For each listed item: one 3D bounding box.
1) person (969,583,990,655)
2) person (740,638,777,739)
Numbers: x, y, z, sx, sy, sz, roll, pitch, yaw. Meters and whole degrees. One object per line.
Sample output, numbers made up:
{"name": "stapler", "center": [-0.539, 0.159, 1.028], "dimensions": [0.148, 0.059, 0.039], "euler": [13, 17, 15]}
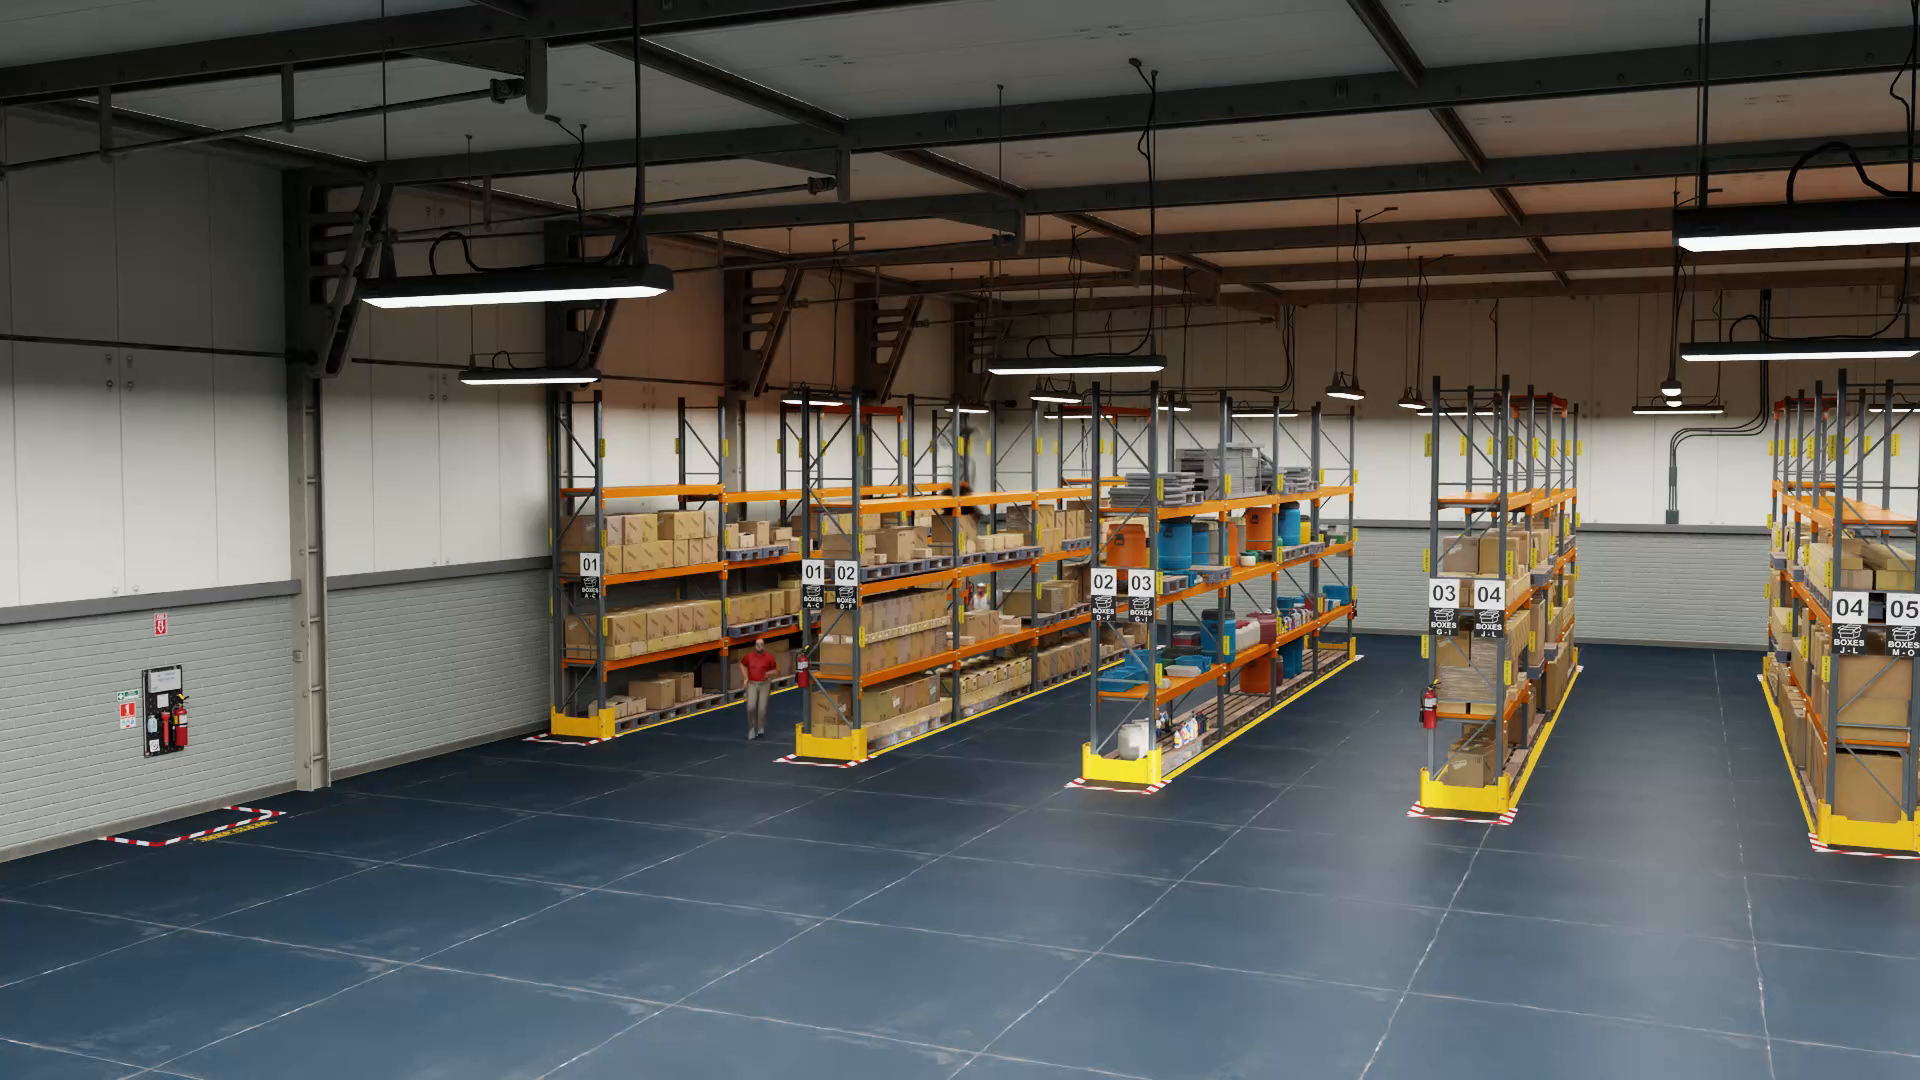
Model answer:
{"name": "person", "center": [0.510, 1.909, 40.375], "dimensions": [0.657, 1.741, 0.600], "euler": [1, 3, 17]}
{"name": "person", "center": [-3.474, 2.576, 28.682], "dimensions": [0.634, 1.760, 0.735], "euler": [0, 3, -7]}
